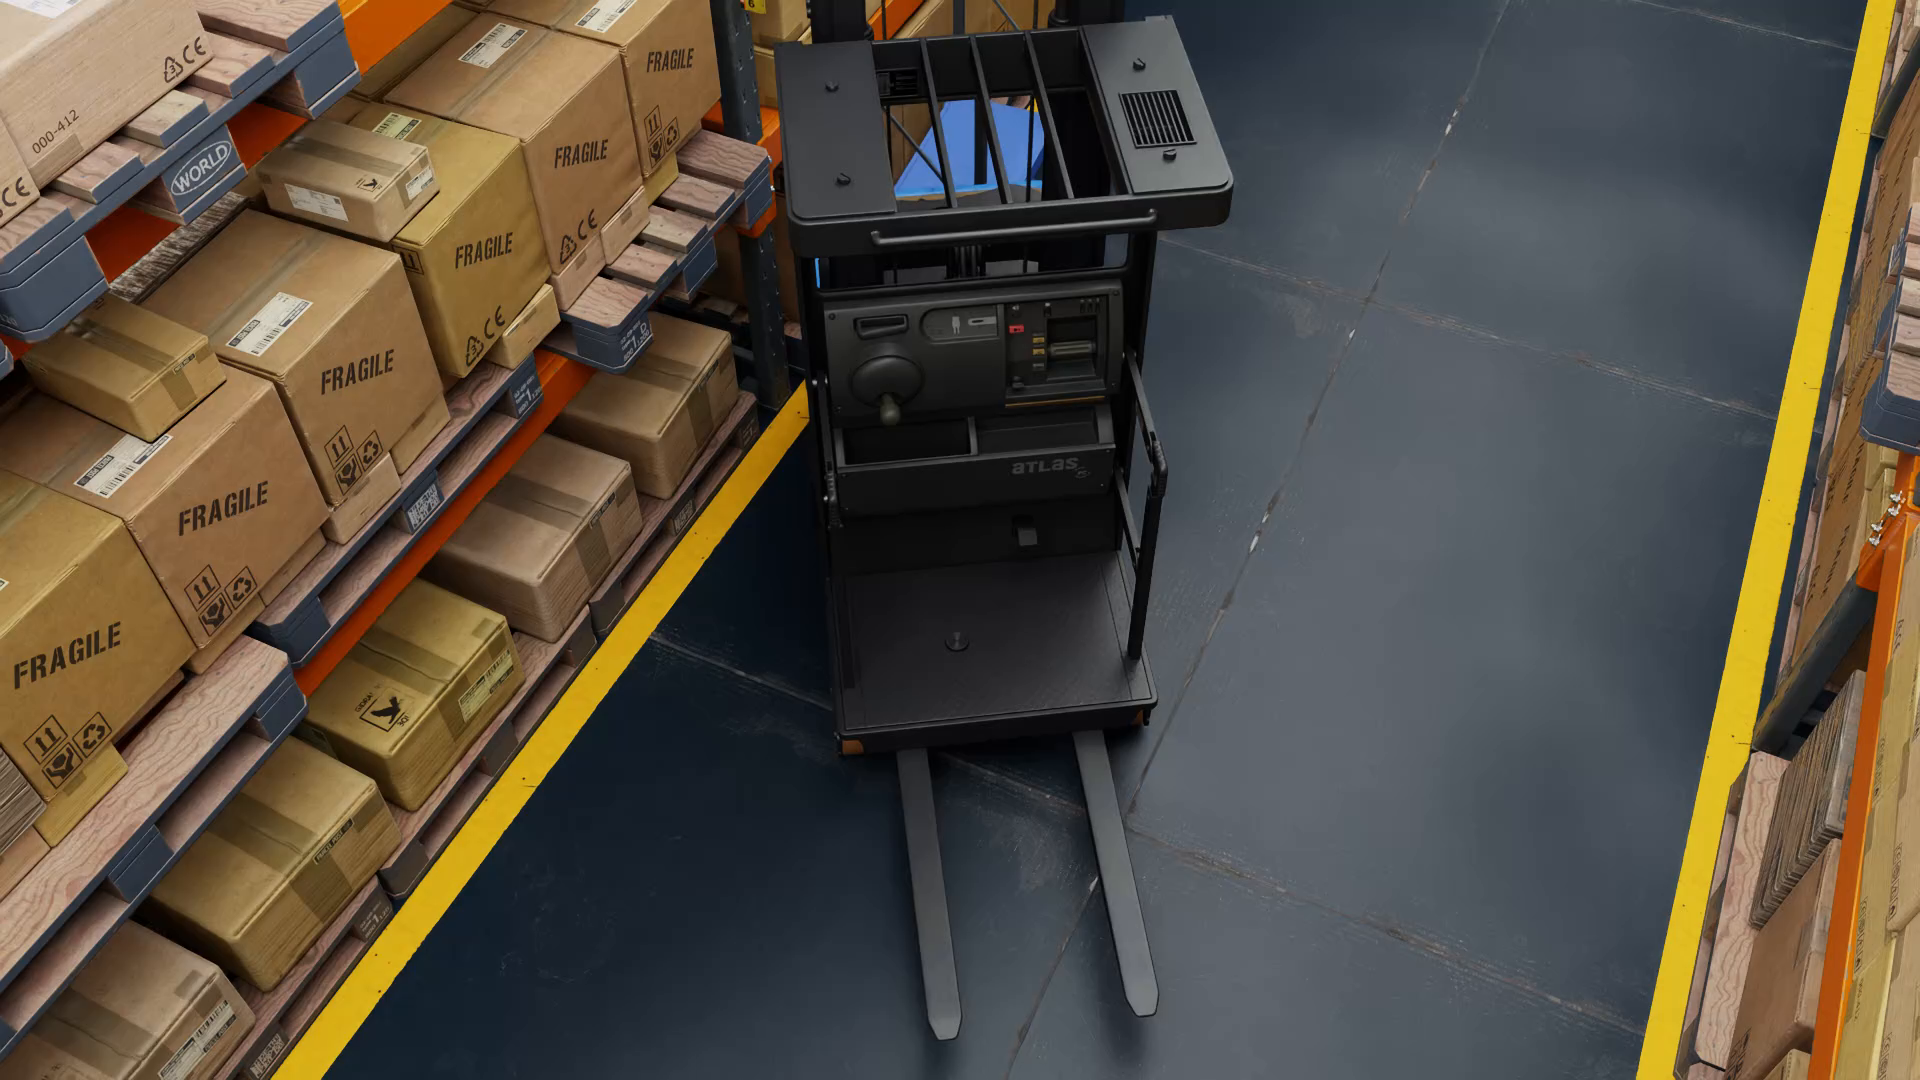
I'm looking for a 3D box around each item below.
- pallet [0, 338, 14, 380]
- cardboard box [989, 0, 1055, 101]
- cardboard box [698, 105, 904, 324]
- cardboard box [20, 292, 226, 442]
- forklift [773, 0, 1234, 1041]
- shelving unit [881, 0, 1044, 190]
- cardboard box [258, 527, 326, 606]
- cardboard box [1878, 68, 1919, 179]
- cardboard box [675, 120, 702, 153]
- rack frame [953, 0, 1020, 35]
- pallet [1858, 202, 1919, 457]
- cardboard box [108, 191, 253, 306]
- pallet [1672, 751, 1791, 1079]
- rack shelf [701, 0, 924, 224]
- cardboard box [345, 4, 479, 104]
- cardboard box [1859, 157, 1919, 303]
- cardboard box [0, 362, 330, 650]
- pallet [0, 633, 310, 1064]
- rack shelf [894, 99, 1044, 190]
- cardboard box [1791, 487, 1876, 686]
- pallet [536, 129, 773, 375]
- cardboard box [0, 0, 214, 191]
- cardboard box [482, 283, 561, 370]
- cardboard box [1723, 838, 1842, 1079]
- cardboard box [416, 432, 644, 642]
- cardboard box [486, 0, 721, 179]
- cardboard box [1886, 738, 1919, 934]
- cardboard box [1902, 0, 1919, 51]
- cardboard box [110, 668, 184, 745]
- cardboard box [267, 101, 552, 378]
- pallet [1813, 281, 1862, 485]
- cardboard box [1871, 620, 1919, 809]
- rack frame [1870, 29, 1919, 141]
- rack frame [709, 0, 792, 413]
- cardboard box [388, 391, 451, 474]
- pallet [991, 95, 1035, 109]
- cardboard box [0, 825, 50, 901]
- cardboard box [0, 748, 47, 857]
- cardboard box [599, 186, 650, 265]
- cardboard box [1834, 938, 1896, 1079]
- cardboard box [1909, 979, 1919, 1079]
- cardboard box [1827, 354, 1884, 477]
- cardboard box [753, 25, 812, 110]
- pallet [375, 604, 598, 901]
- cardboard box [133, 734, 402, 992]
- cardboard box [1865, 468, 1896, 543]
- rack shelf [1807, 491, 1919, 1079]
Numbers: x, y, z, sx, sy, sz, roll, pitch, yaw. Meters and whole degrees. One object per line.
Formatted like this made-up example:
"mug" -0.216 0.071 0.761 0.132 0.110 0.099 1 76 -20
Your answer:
"pallet" -2.544 -0.261 2.971 1.213 0.211 1.003 20 52 16
"cardboard box" -0.058 -2.838 8.130 0.875 0.875 0.875 21 53 17
"cardboard box" -0.825 -1.610 7.085 0.875 0.875 0.875 19 52 16
"cardboard box" -2.013 -0.425 3.994 0.380 0.149 0.250 23 53 18
"forklift" 0.077 -0.477 5.047 1.130 2.935 3.031 -5 50 -5
"shelving unit" 0.037 -1.651 6.985 0.538 1.500 1.048 15 51 13
"cardboard box" -1.961 -0.014 4.497 0.380 0.149 0.250 20 53 16
"cardboard box" 4.593 -1.922 7.596 0.500 0.500 0.500 22 53 18
"cardboard box" -1.123 -1.466 5.732 0.380 0.149 0.250 22 53 17
"rack frame" 0.211 -2.015 7.295 0.500 1.500 0.032 15 51 13
"pallet" 3.520 -0.529 5.171 1.213 0.211 1.003 20 52 16
"cardboard box" -2.255 -0.673 4.632 0.500 0.500 0.500 18 52 15
"pallet" 2.907 1.357 5.272 1.003 0.211 1.213 20 52 16
"rack shelf" -0.341 -2.858 7.500 1.077 0.370 4.000 20 52 16
"cardboard box" -1.813 -1.383 5.236 0.500 0.500 0.500 22 53 18
"cardboard box" 4.157 -1.210 6.991 0.500 0.500 0.500 18 52 15
"cardboard box" -2.008 -0.135 4.174 0.500 0.500 0.500 20 52 16
"pallet" -2.446 0.624 4.191 1.003 0.211 1.213 20 52 16
"rack shelf" 0.037 -1.534 7.122 0.538 0.185 1.000 15 51 13
"cardboard box" 3.280 0.212 5.781 0.500 0.500 0.500 21 53 17
"pallet" -1.404 -1.126 5.680 1.213 0.211 1.003 20 52 16
"cardboard box" -1.881 -0.994 3.295 0.500 0.250 0.500 19 52 16
"cardboard box" -1.459 -0.705 5.085 0.380 0.149 0.250 21 53 17
"cardboard box" 2.743 1.410 4.680 0.875 0.625 0.625 21 53 17
"cardboard box" -1.754 -0.102 6.132 0.950 0.372 0.625 19 52 15
"cardboard box" -1.138 -1.575 5.399 0.500 0.500 0.500 18 52 15
"cardboard box" 2.429 0.710 3.761 0.500 0.250 0.500 19 52 15
"cardboard box" 4.975 -2.547 8.359 0.380 0.149 0.250 18 52 15
"cardboard box" -2.216 0.319 4.213 0.380 0.149 0.250 23 53 18
"cardboard box" -1.564 -0.868 4.797 0.500 0.500 0.500 17 52 14
"pallet" 4.170 -0.536 6.883 1.003 0.211 1.213 20 52 16
"cardboard box" 2.664 0.518 4.253 0.500 0.250 0.500 19 52 15
"rack frame" 5.003 -2.856 7.026 1.000 3.000 0.127 20 52 16
"rack frame" -1.196 -1.714 6.054 1.000 3.000 0.127 20 52 16
"cardboard box" -1.713 -0.373 4.803 0.380 0.149 0.250 18 52 15
"pallet" -0.268 -2.166 8.269 1.003 0.211 1.213 20 52 16
"cardboard box" -2.383 0.708 3.882 0.380 0.149 0.250 21 53 17
"cardboard box" -2.445 0.546 3.594 0.500 0.500 0.500 21 53 17
"cardboard box" -1.239 -1.070 5.395 0.380 0.149 0.250 19 52 16
"cardboard box" 2.227 1.232 3.646 0.500 0.250 0.500 21 53 17
"cardboard box" 2.093 1.006 3.248 0.380 0.149 0.250 19 52 15
"cardboard box" 3.725 -0.491 6.379 0.500 0.500 0.500 22 53 18
"cardboard box" -0.759 -1.920 6.328 0.500 0.250 0.500 19 52 15
"pallet" -2.053 0.565 5.946 1.003 0.211 1.213 20 52 16
"cardboard box" -2.379 0.898 5.281 0.950 0.372 0.625 23 53 18
"cardboard box" 3.276 -0.060 5.586 0.380 0.149 0.250 17 52 14
"rack shelf" 2.439 1.509 3.784 1.077 0.370 4.000 20 52 16
